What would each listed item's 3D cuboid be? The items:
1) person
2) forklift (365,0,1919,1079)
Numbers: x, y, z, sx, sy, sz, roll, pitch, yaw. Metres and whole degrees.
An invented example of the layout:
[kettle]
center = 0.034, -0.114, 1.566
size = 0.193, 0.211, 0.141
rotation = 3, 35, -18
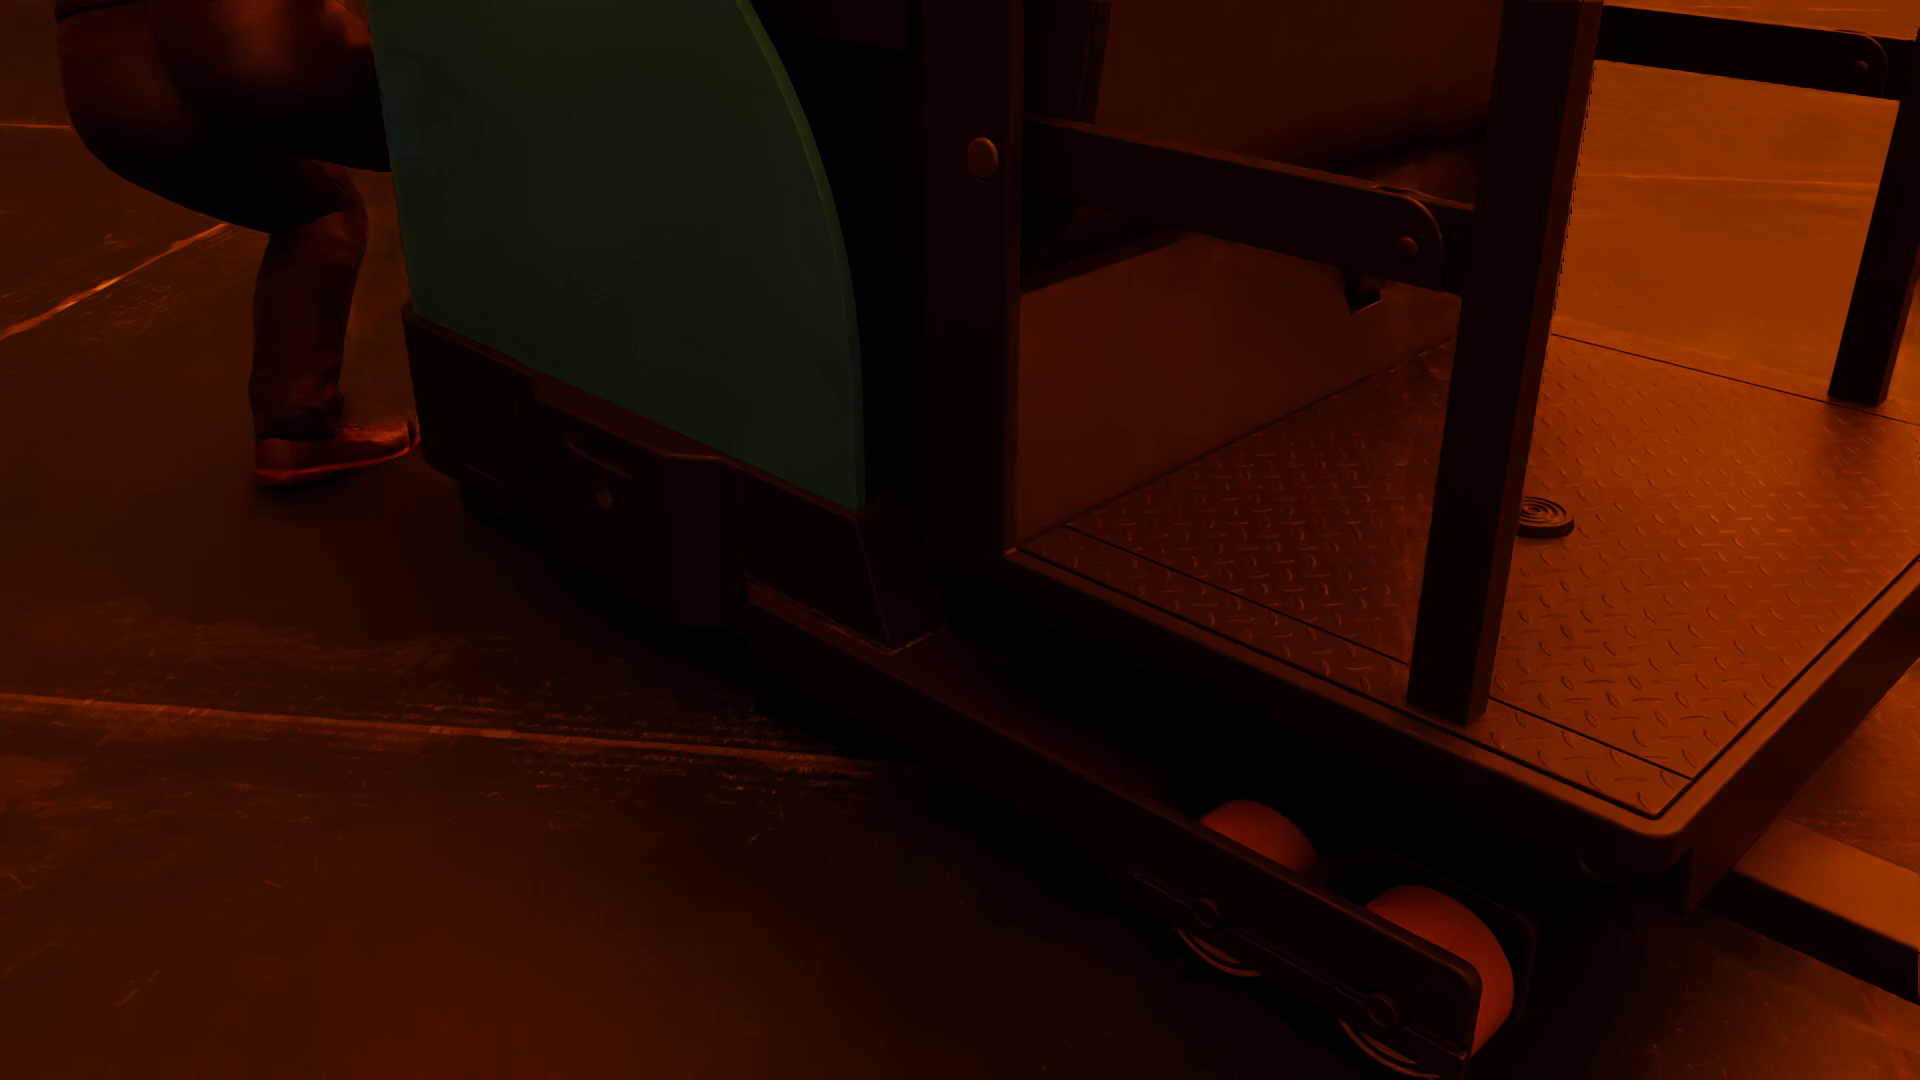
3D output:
[person]
center = -0.962, -0.810, 2.597
size = 1.359, 1.410, 0.806
rotation = 1, 27, 3
[forklift]
center = 0.564, -1.086, 1.394
size = 3.031, 2.935, 1.130
rotation = 23, 35, 39
